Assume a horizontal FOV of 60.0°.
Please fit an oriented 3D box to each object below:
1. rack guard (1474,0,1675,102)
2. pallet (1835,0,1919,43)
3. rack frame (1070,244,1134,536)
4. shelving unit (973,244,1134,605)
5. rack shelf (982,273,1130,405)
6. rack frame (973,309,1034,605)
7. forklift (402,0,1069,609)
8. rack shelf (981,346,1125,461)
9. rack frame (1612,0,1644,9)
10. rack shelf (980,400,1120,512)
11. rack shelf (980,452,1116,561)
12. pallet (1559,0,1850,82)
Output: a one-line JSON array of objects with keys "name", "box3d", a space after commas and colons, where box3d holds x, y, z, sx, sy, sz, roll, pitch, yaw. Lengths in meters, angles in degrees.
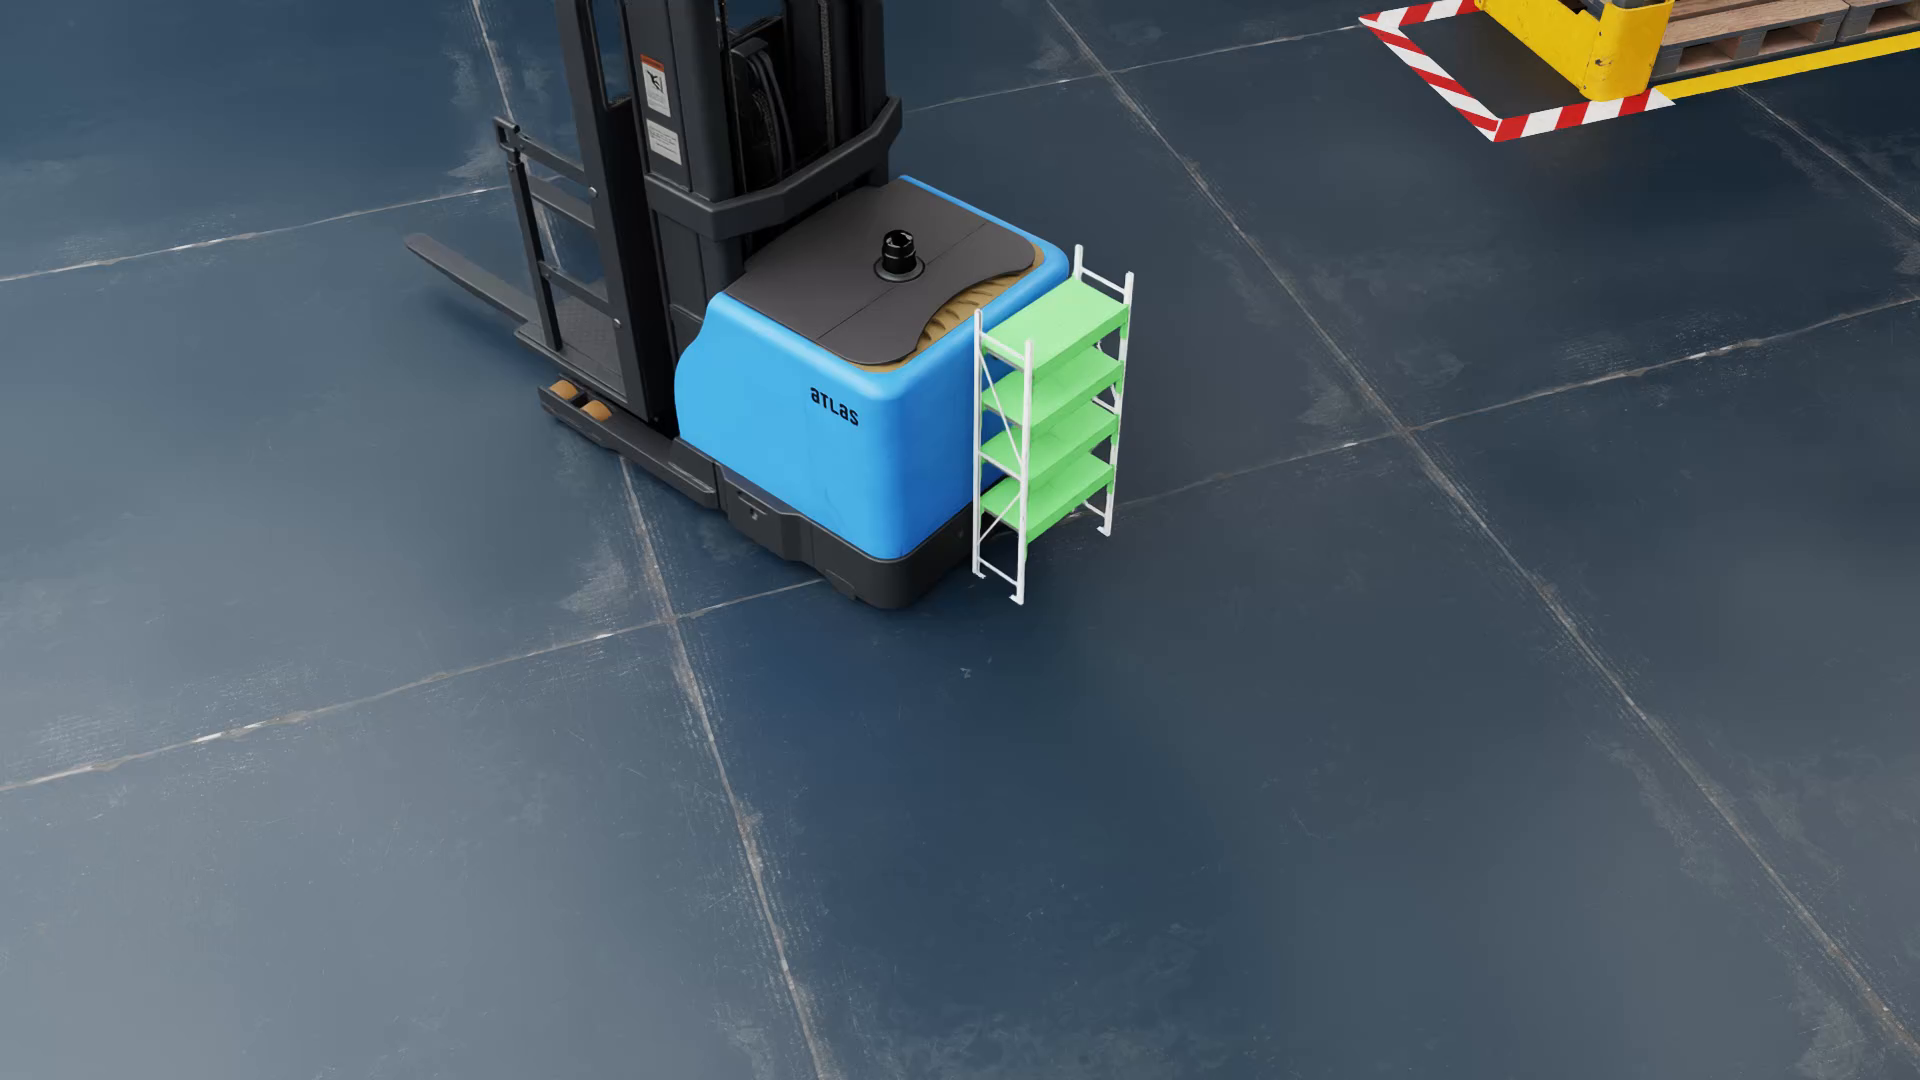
[{"name": "rack guard", "box3d": [3.190, -2.828, 8.715, 0.348, 0.500, 1.175, -14, 47, -14]}, {"name": "pallet", "box3d": [5.102, -3.208, 9.299, 1.213, 0.211, 1.003, -14, 47, -14]}, {"name": "rack frame", "box3d": [0.476, -0.499, 5.900, 0.240, 1.200, 0.015, 34, 54, 29]}, {"name": "shelving unit", "box3d": [0.307, -0.374, 5.776, 0.258, 1.200, 0.503, 34, 54, 29]}, {"name": "rack shelf", "box3d": [0.307, -0.668, 5.481, 0.258, 0.148, 0.480, 34, 54, 29]}, {"name": "rack frame", "box3d": [0.138, -0.249, 5.651, 0.240, 1.200, 0.015, 34, 54, 29]}, {"name": "forklift", "box3d": [-1.059, -1.680, 5.855, 3.031, 2.935, 1.130, 31, 53, 27]}, {"name": "rack shelf", "box3d": [0.307, -0.499, 5.651, 0.258, 0.148, 0.480, 34, 54, 29]}, {"name": "rack frame", "box3d": [3.135, -3.660, 7.780, 0.127, 3.000, 1.000, -14, 47, -14]}, {"name": "rack shelf", "box3d": [0.307, -0.329, 5.821, 0.258, 0.148, 0.480, 34, 54, 29]}, {"name": "rack shelf", "box3d": [0.307, -0.160, 5.991, 0.258, 0.148, 0.480, 34, 54, 29]}, {"name": "pallet", "box3d": [3.956, -2.918, 9.009, 1.213, 0.211, 1.003, -14, 47, -14]}]
